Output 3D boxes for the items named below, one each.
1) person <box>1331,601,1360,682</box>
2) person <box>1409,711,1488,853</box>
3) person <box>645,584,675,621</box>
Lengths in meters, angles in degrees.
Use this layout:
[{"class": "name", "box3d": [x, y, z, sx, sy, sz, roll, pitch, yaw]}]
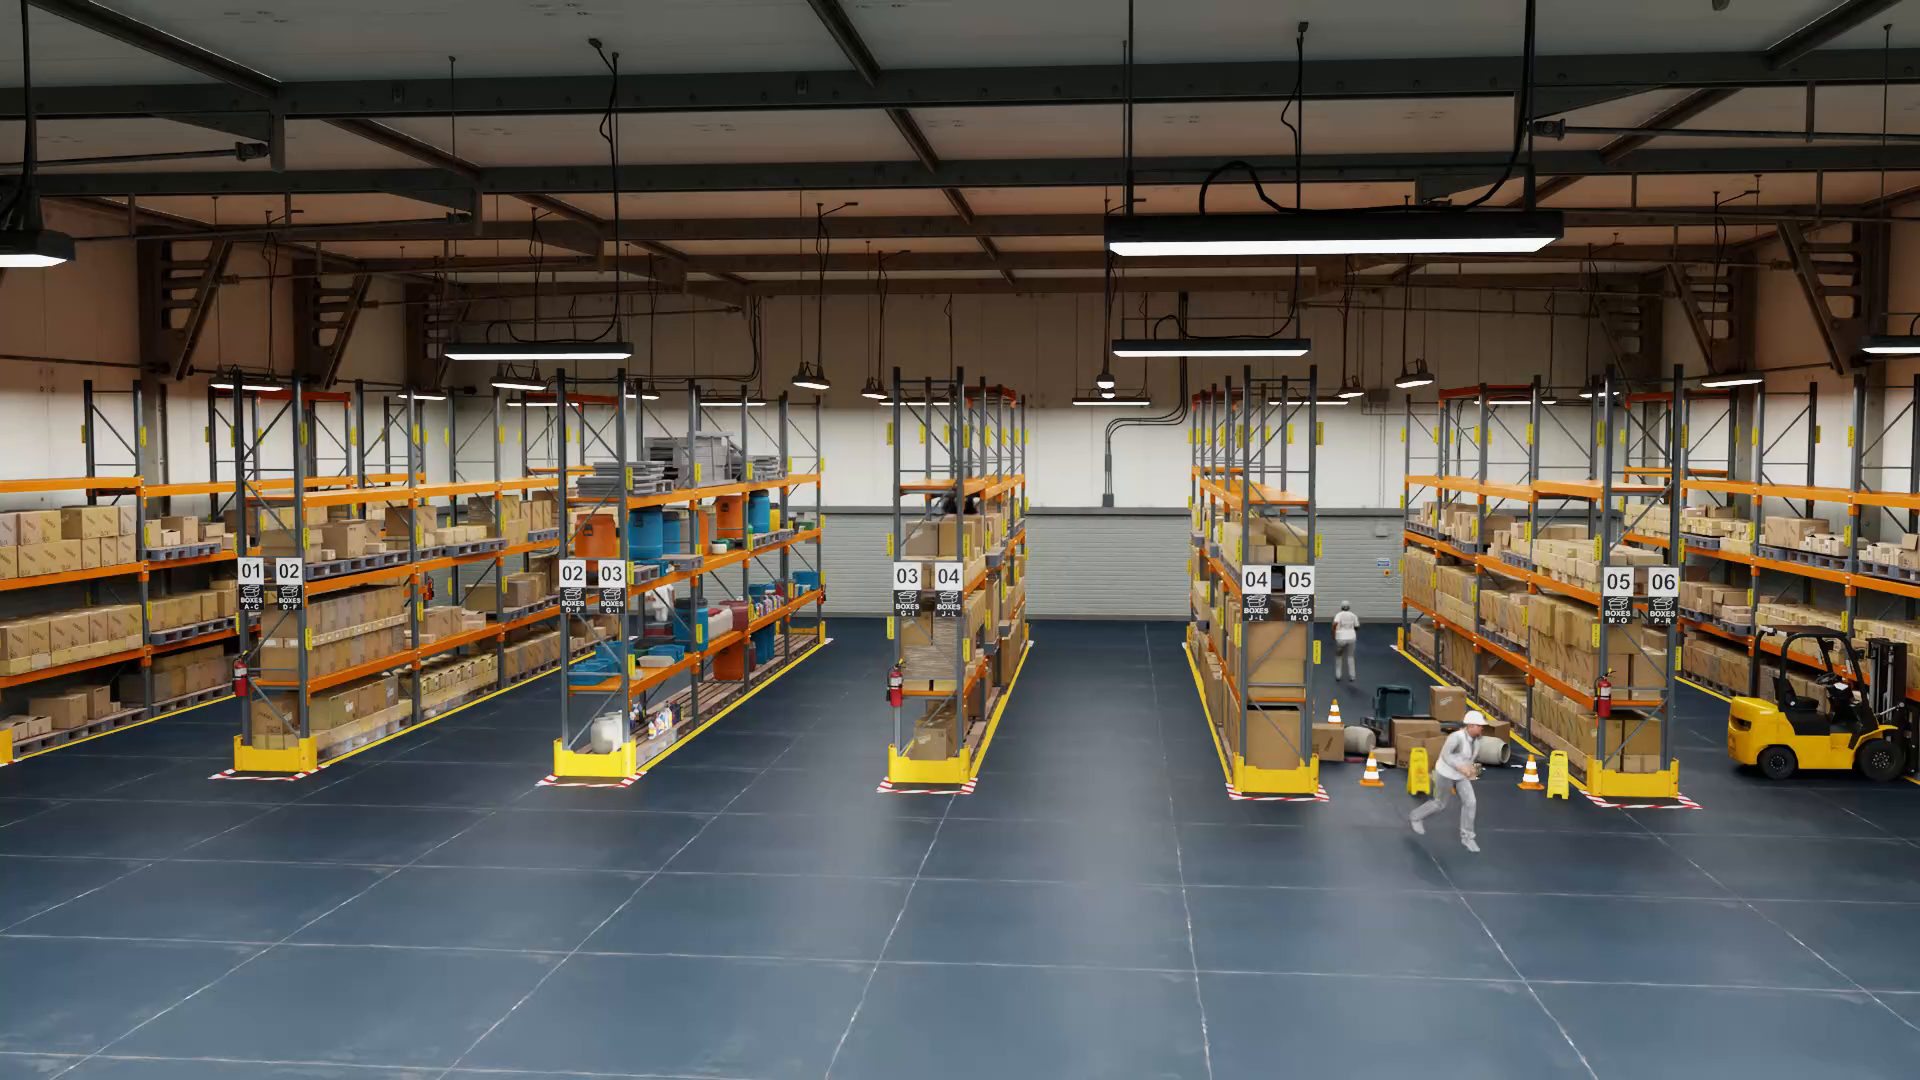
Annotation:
[{"class": "person", "box3d": [7.786, 2.099, 33.626, 0.616, 1.743, 0.751, 0, 4, 0]}, {"class": "person", "box3d": [5.985, 2.908, 20.381, 0.697, 1.732, 1.046, -3, 5, -43]}, {"class": "person", "box3d": [-7.244, 1.617, 40.153, 0.700, 1.739, 0.733, 0, 4, -6]}]
